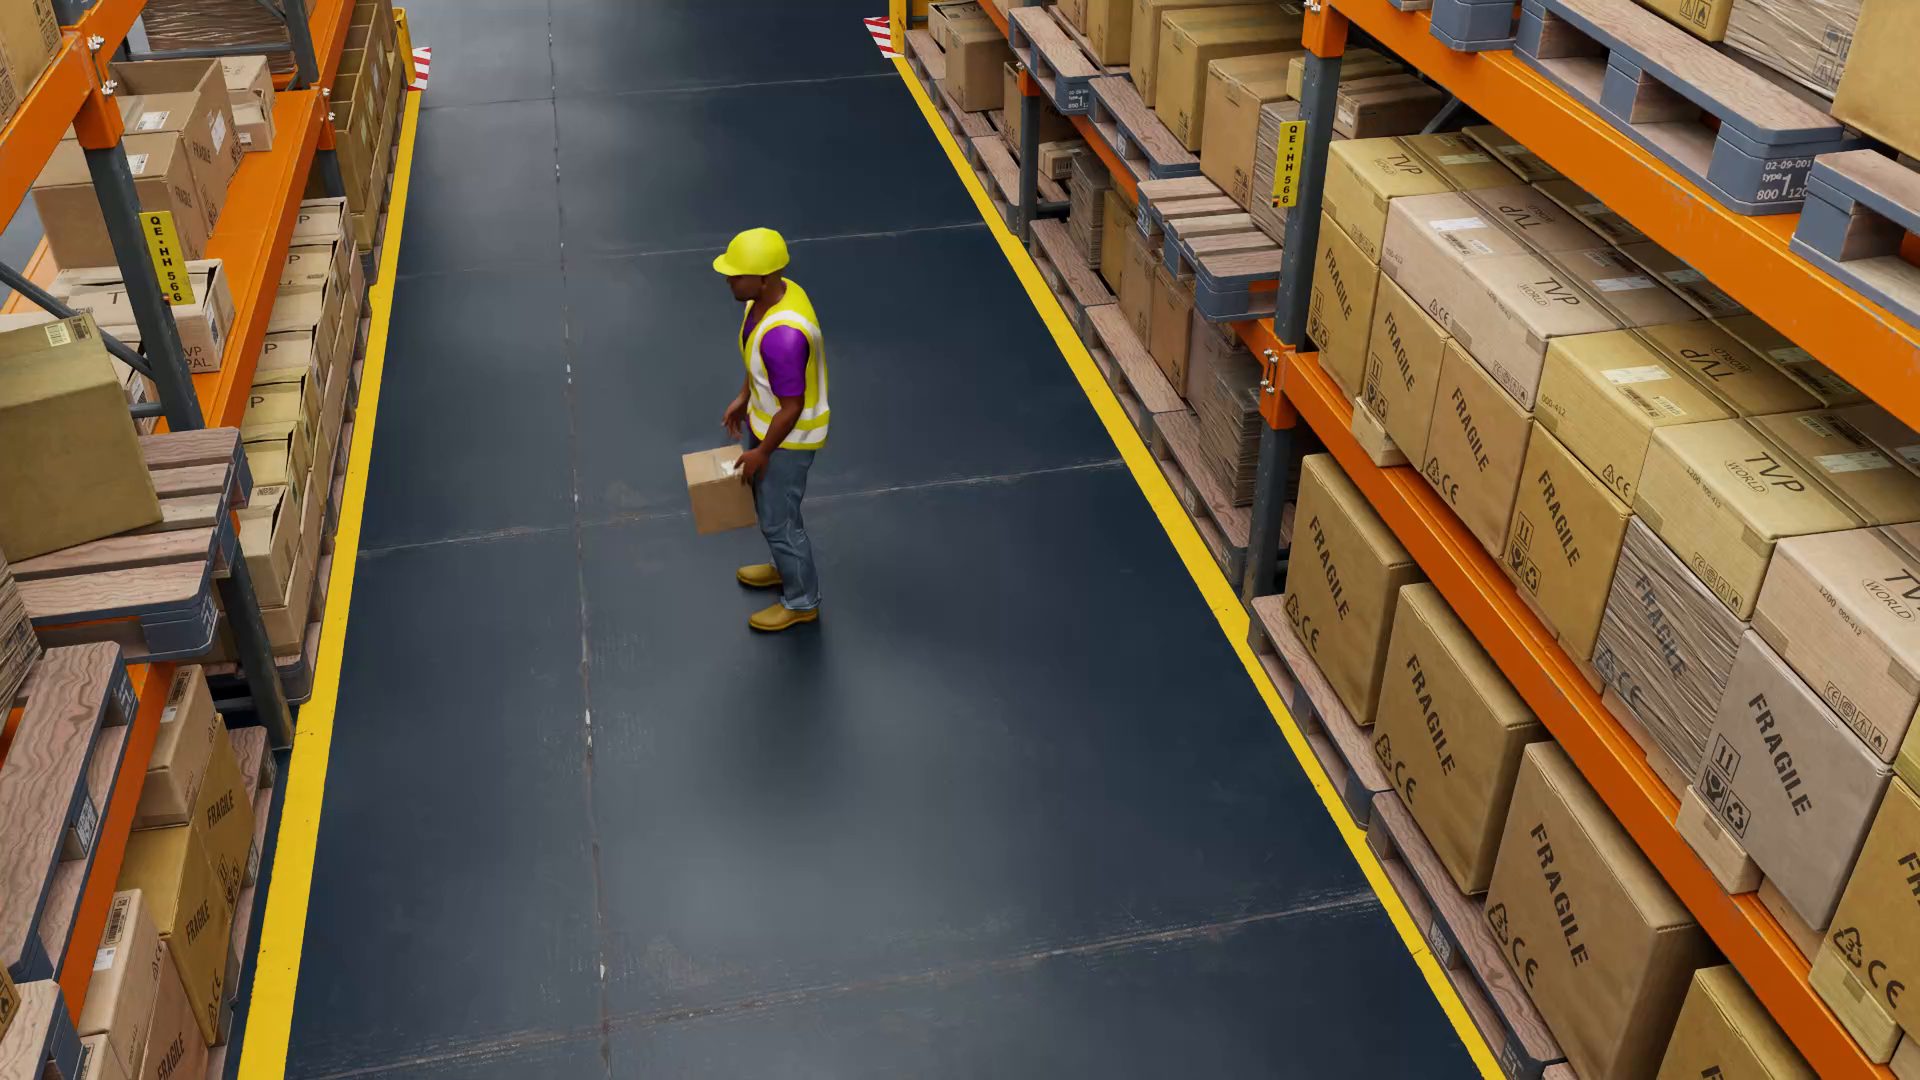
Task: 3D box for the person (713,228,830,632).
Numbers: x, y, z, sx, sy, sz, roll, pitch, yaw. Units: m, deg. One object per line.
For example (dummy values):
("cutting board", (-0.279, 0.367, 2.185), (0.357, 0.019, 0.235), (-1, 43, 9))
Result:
("person", (-0.744, -0.452, 6.788), (0.422, 1.766, 0.583), (-8, 35, -12))
